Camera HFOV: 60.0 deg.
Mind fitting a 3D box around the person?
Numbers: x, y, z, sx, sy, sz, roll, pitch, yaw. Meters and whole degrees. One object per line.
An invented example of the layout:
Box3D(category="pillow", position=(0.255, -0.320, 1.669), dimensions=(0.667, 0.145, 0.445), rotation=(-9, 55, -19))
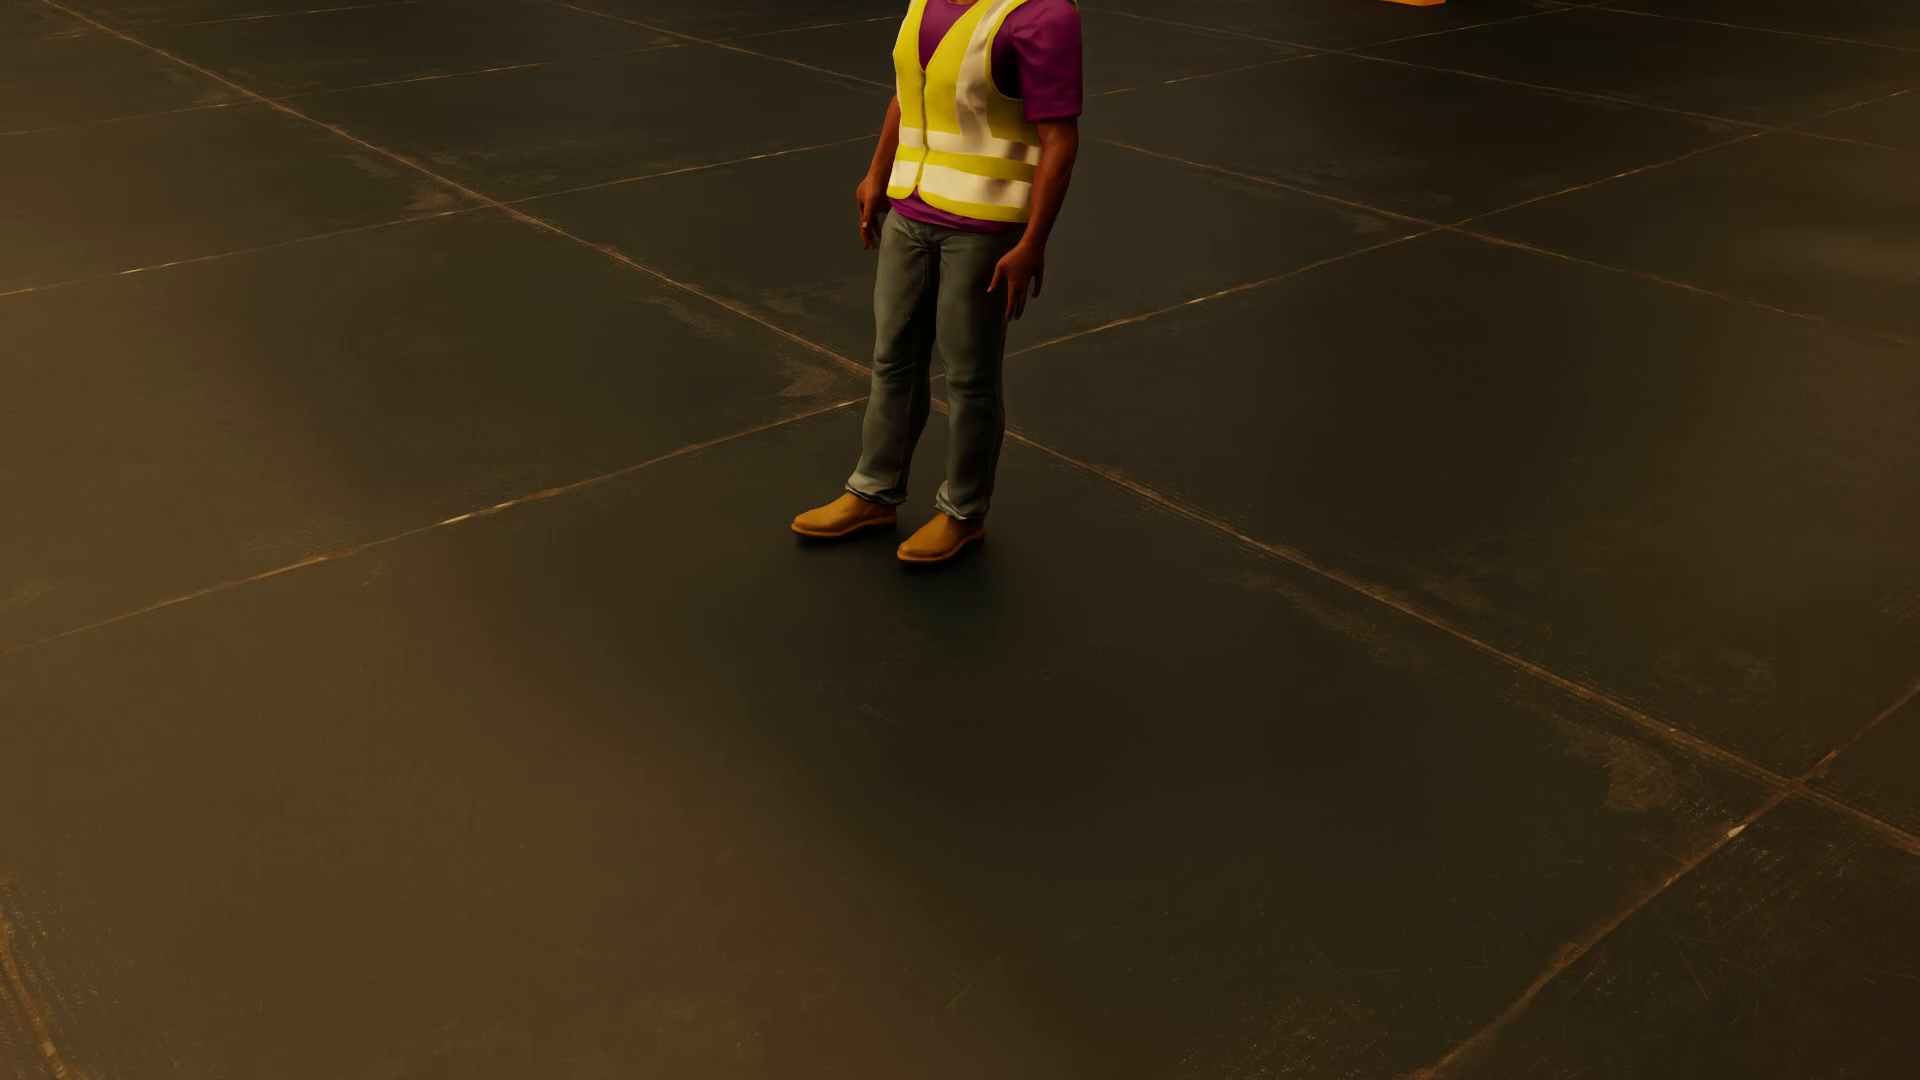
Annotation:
Box3D(category="person", position=(-0.057, -0.780, 4.070), dimensions=(0.577, 1.765, 0.665), rotation=(-20, 33, -35))
